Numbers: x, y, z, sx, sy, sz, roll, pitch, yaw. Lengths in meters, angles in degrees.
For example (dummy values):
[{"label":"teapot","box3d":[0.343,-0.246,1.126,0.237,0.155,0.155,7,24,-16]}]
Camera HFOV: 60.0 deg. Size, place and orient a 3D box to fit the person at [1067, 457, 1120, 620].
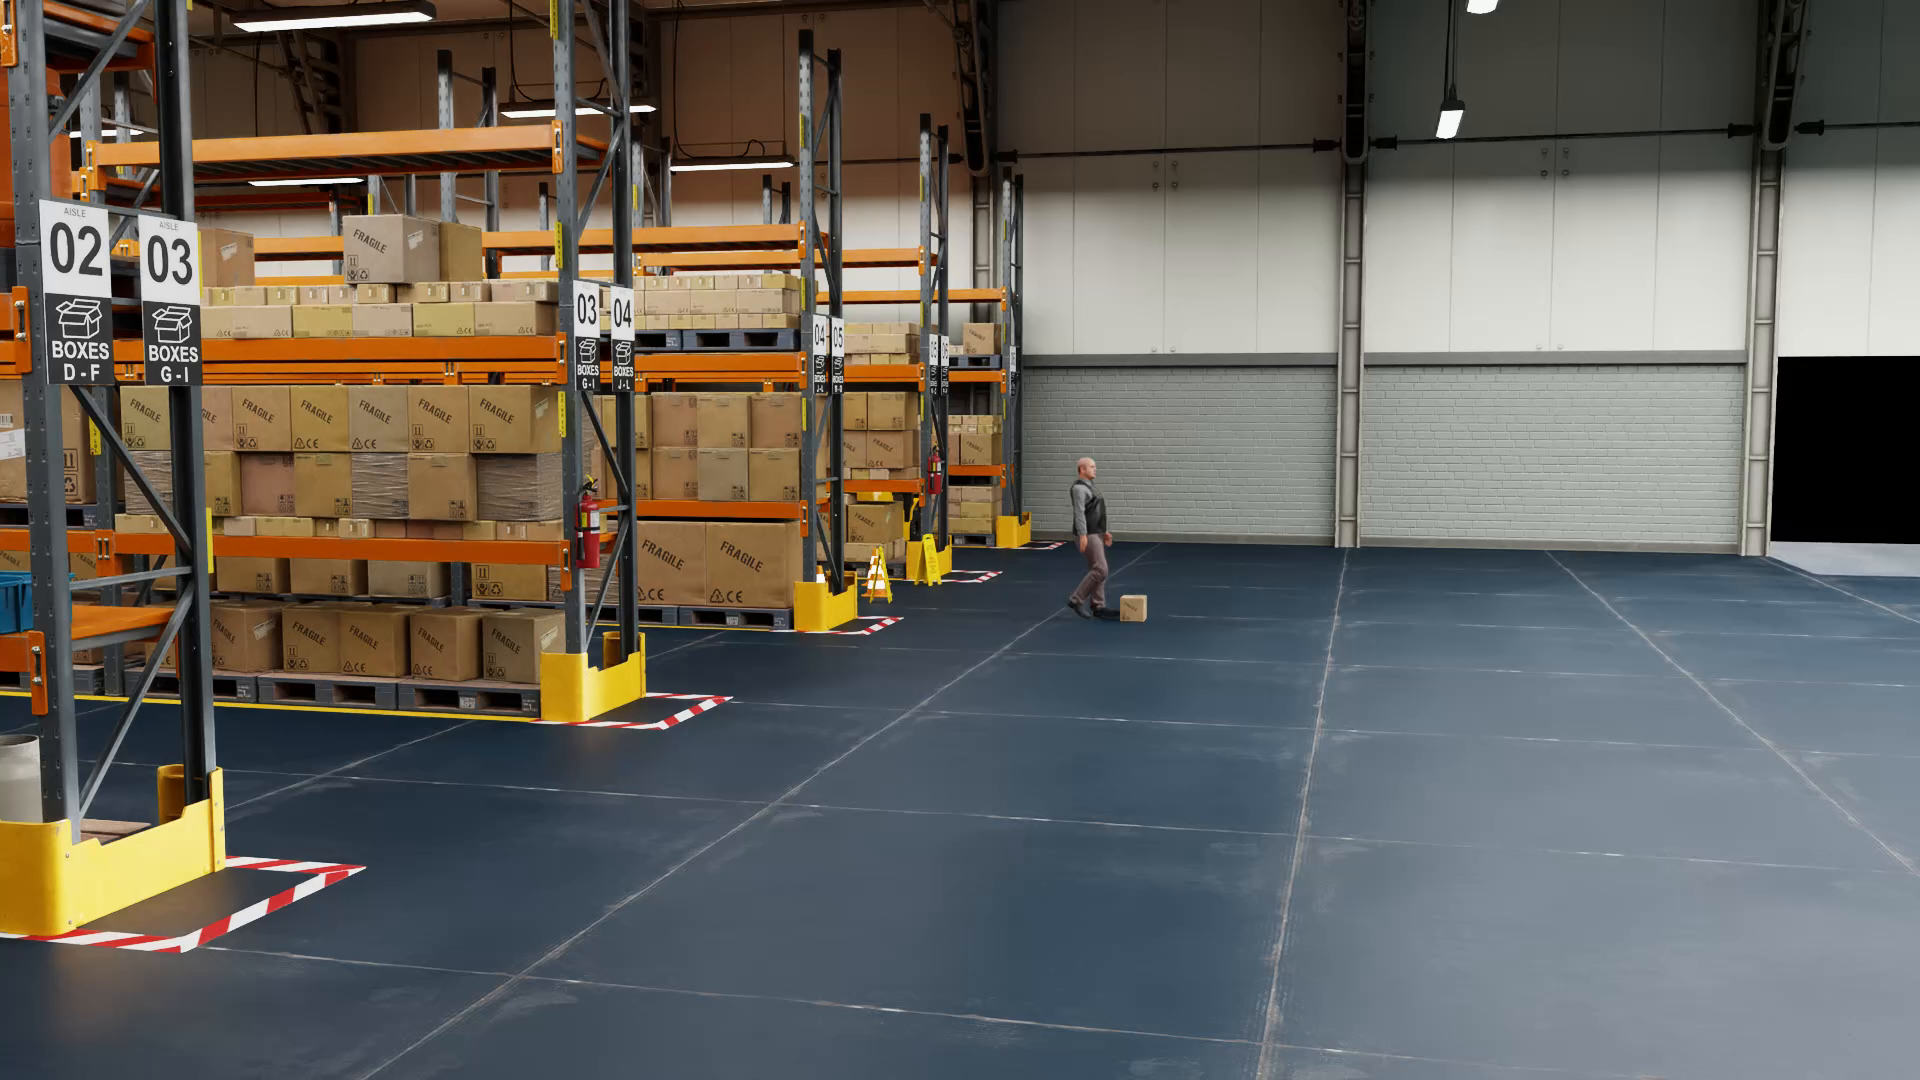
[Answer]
[{"label":"person","box3d":[1.446,-0.023,17.801,0.540,1.719,0.558,1,5,14]}]
